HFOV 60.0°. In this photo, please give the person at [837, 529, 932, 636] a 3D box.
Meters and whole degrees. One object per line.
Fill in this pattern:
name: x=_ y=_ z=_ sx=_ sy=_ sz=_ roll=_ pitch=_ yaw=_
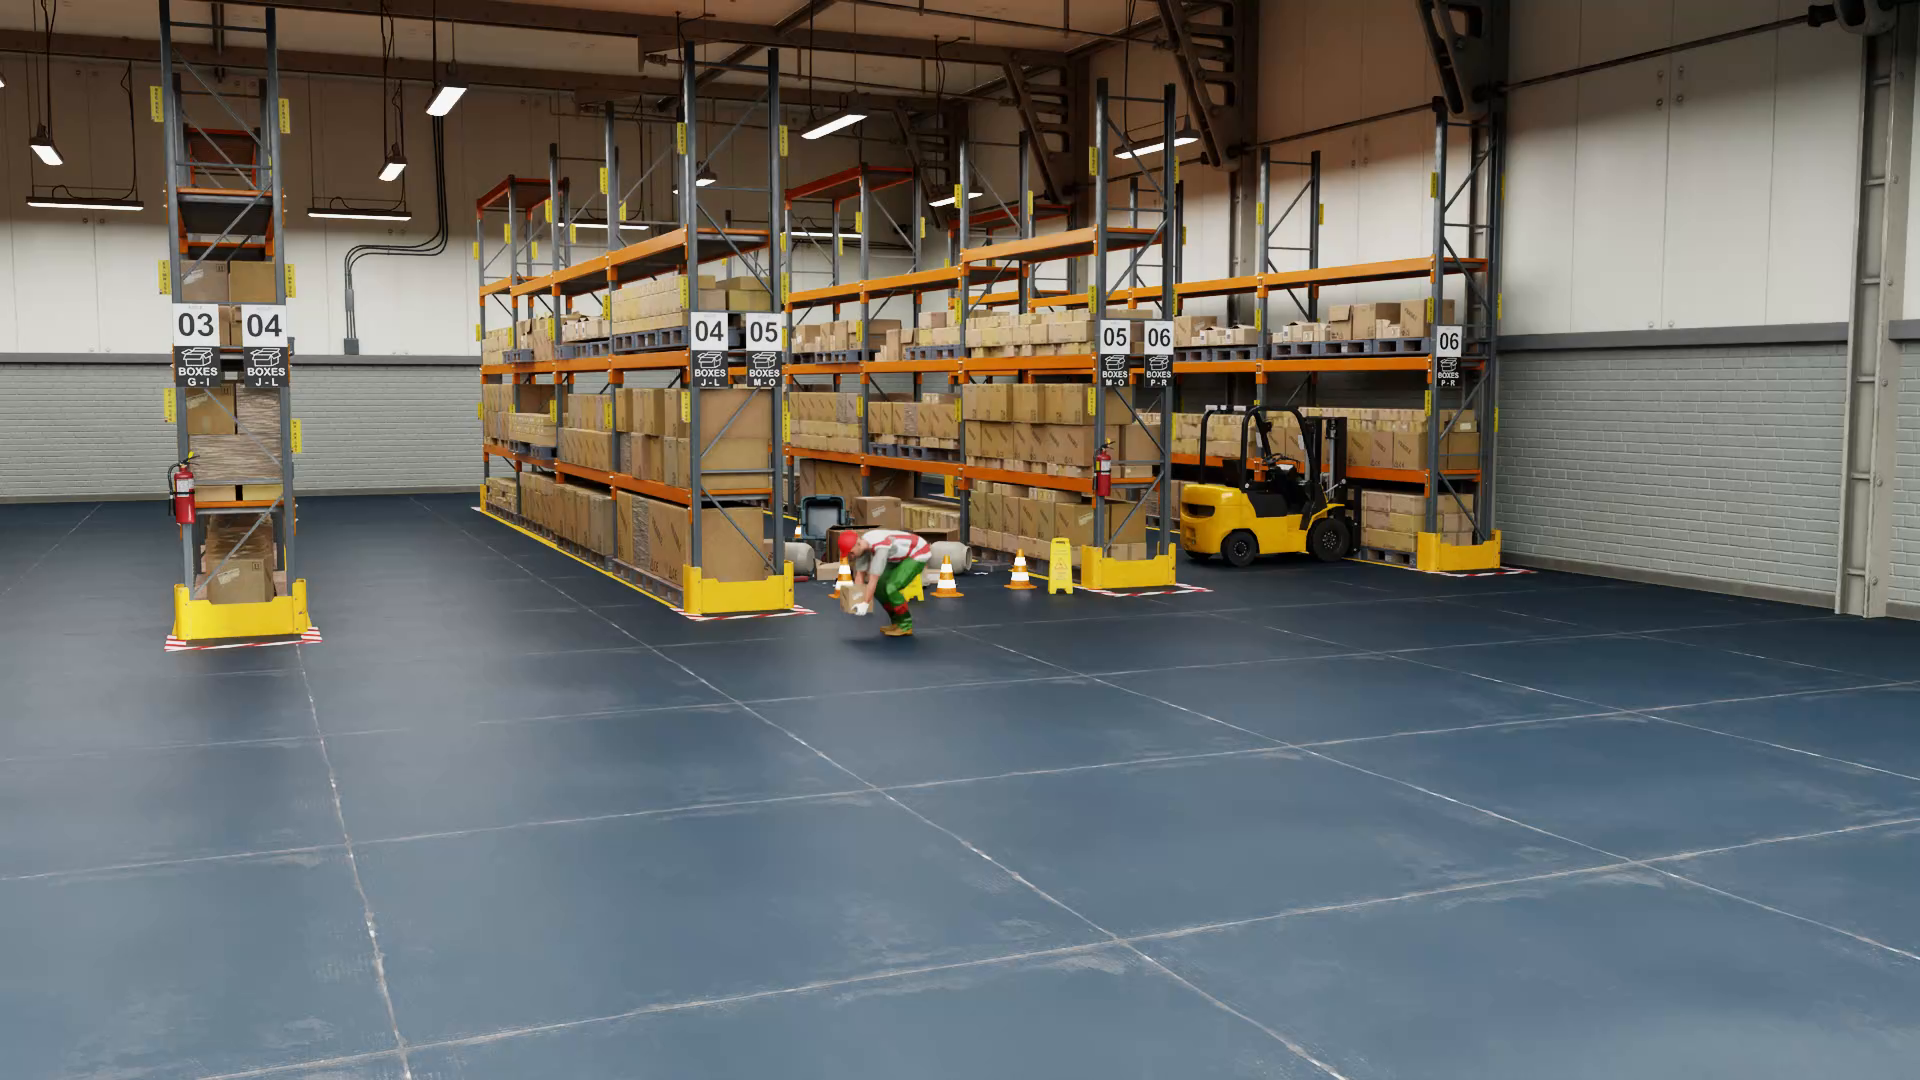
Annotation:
person: x=-0.748 y=0.412 z=16.165 sx=0.958 sy=1.041 sz=0.522 roll=-3 pitch=6 yaw=-26
